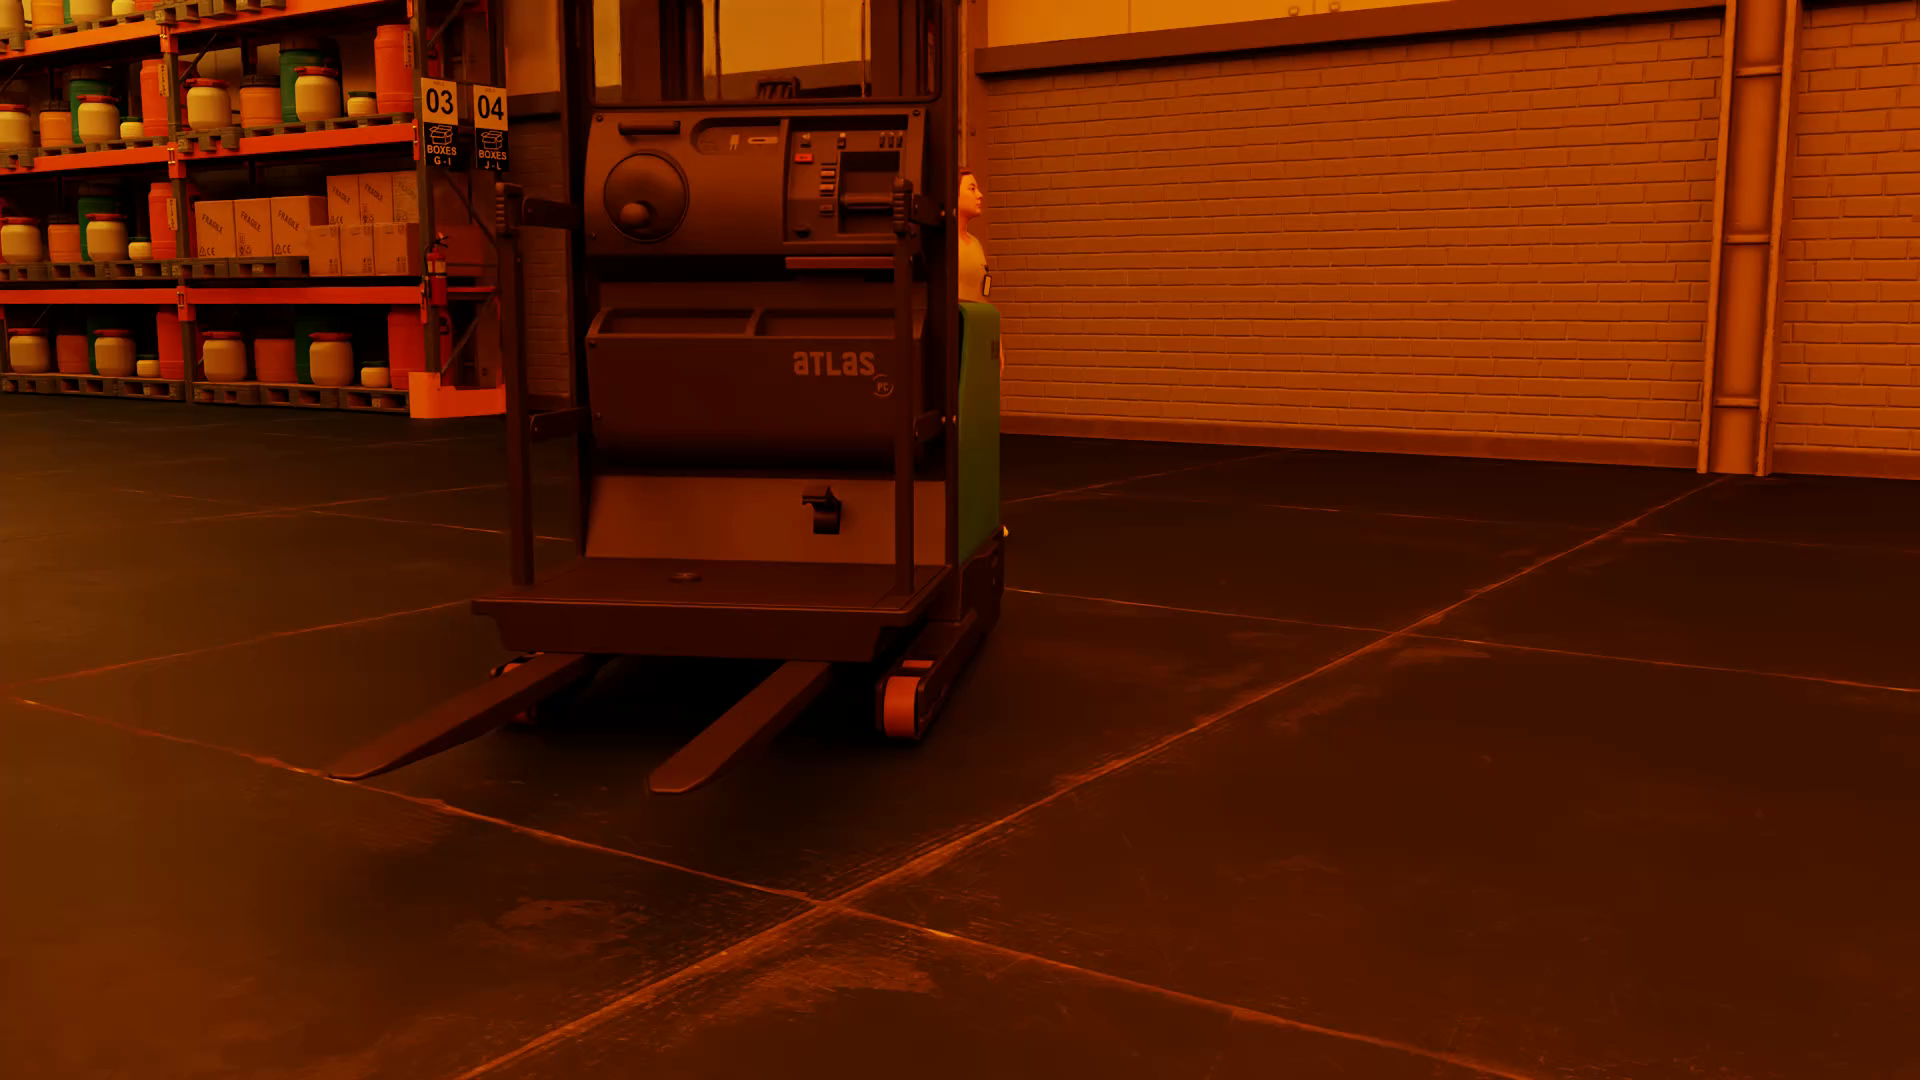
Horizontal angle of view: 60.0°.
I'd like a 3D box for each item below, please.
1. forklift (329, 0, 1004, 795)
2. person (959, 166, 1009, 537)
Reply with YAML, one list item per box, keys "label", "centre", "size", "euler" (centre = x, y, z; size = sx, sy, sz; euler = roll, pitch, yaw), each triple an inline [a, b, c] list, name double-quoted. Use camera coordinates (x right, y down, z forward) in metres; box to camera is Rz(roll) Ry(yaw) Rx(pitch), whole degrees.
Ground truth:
- label: "forklift"
  centre: [-0.585, -1.007, 4.270]
  size: [1.130, 2.935, 3.031]
  euler: [1, 8, 9]
- label: "person"
  centre: [0.054, -0.824, 7.433]
  size: [0.548, 1.663, 0.549]
  euler: [5, 10, 34]
